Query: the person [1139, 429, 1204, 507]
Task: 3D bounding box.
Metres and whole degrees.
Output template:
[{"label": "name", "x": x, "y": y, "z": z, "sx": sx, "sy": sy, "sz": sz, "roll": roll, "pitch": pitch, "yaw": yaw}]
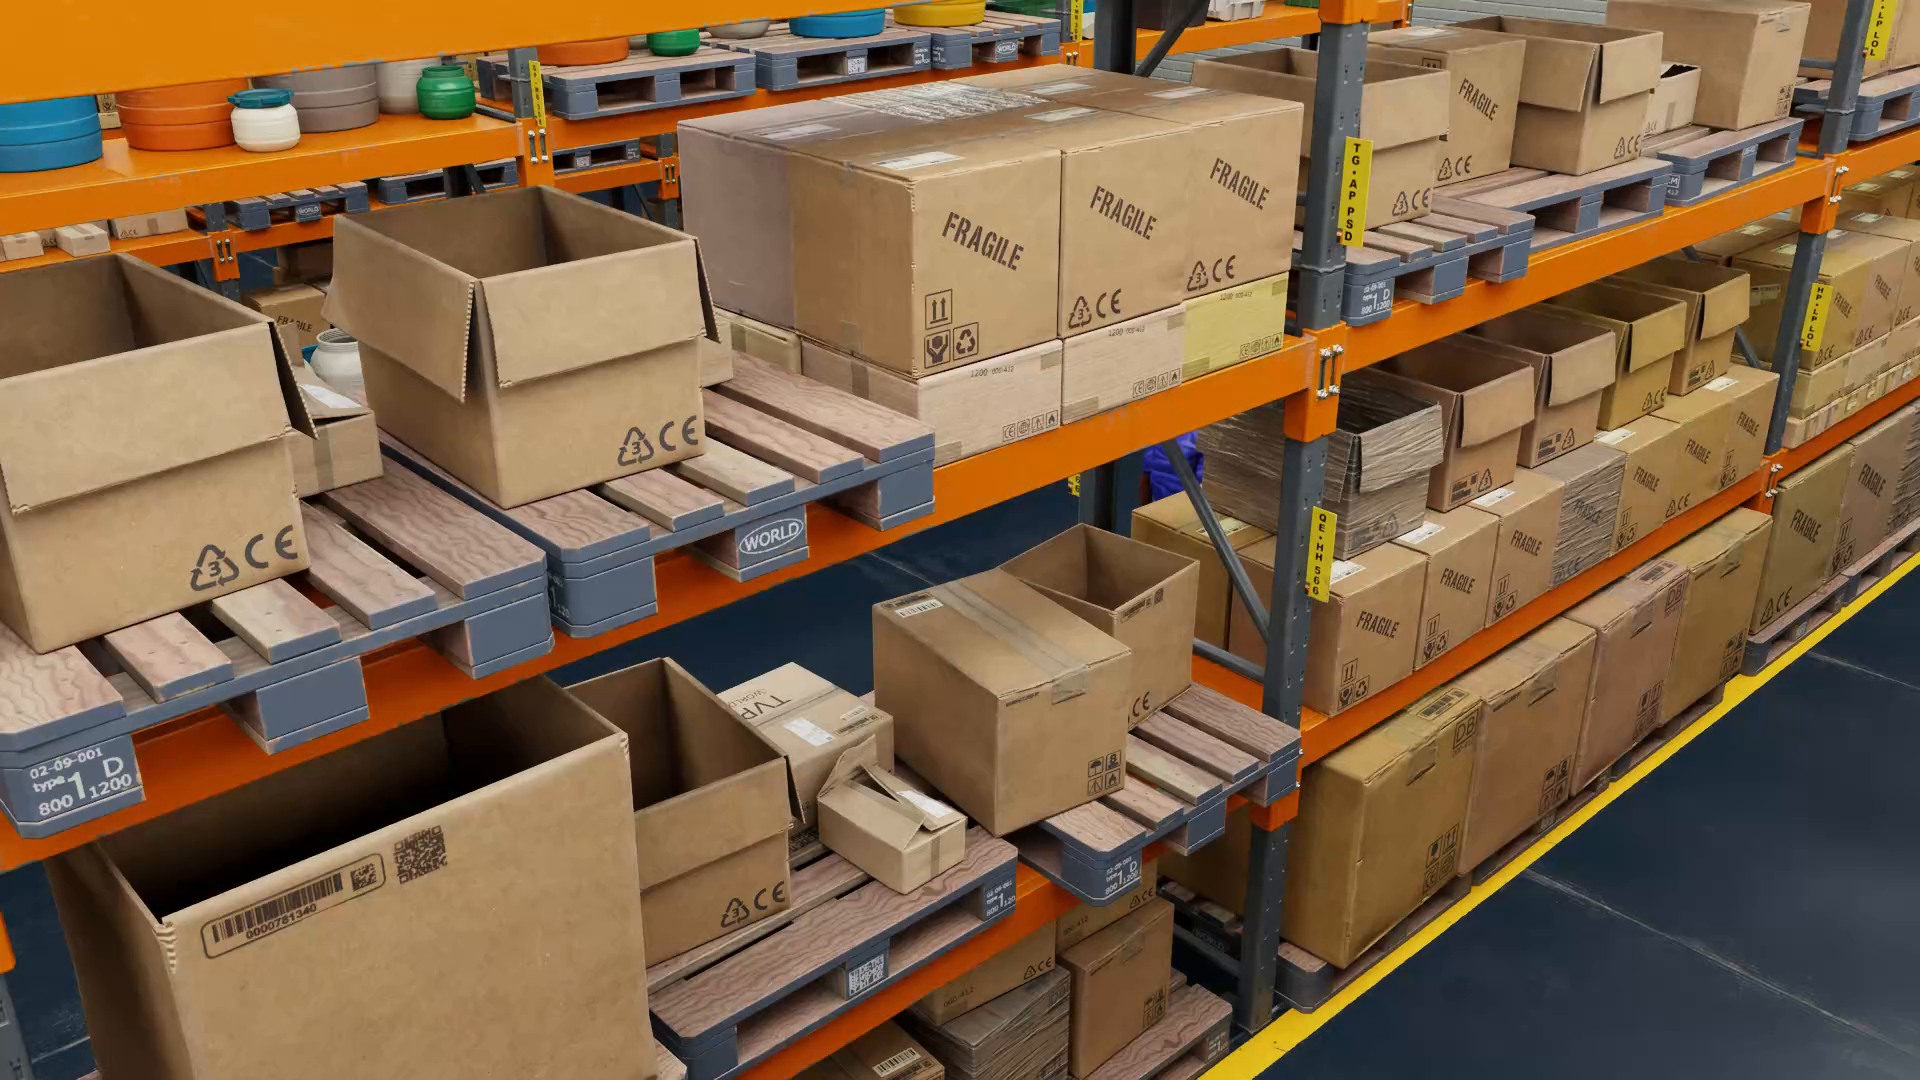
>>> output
[{"label": "person", "x": 1.167, "y": -0.041, "z": 8.702, "sx": 0.522, "sy": 1.653, "sz": 0.352, "roll": 22, "pitch": 32, "yaw": 39}]
